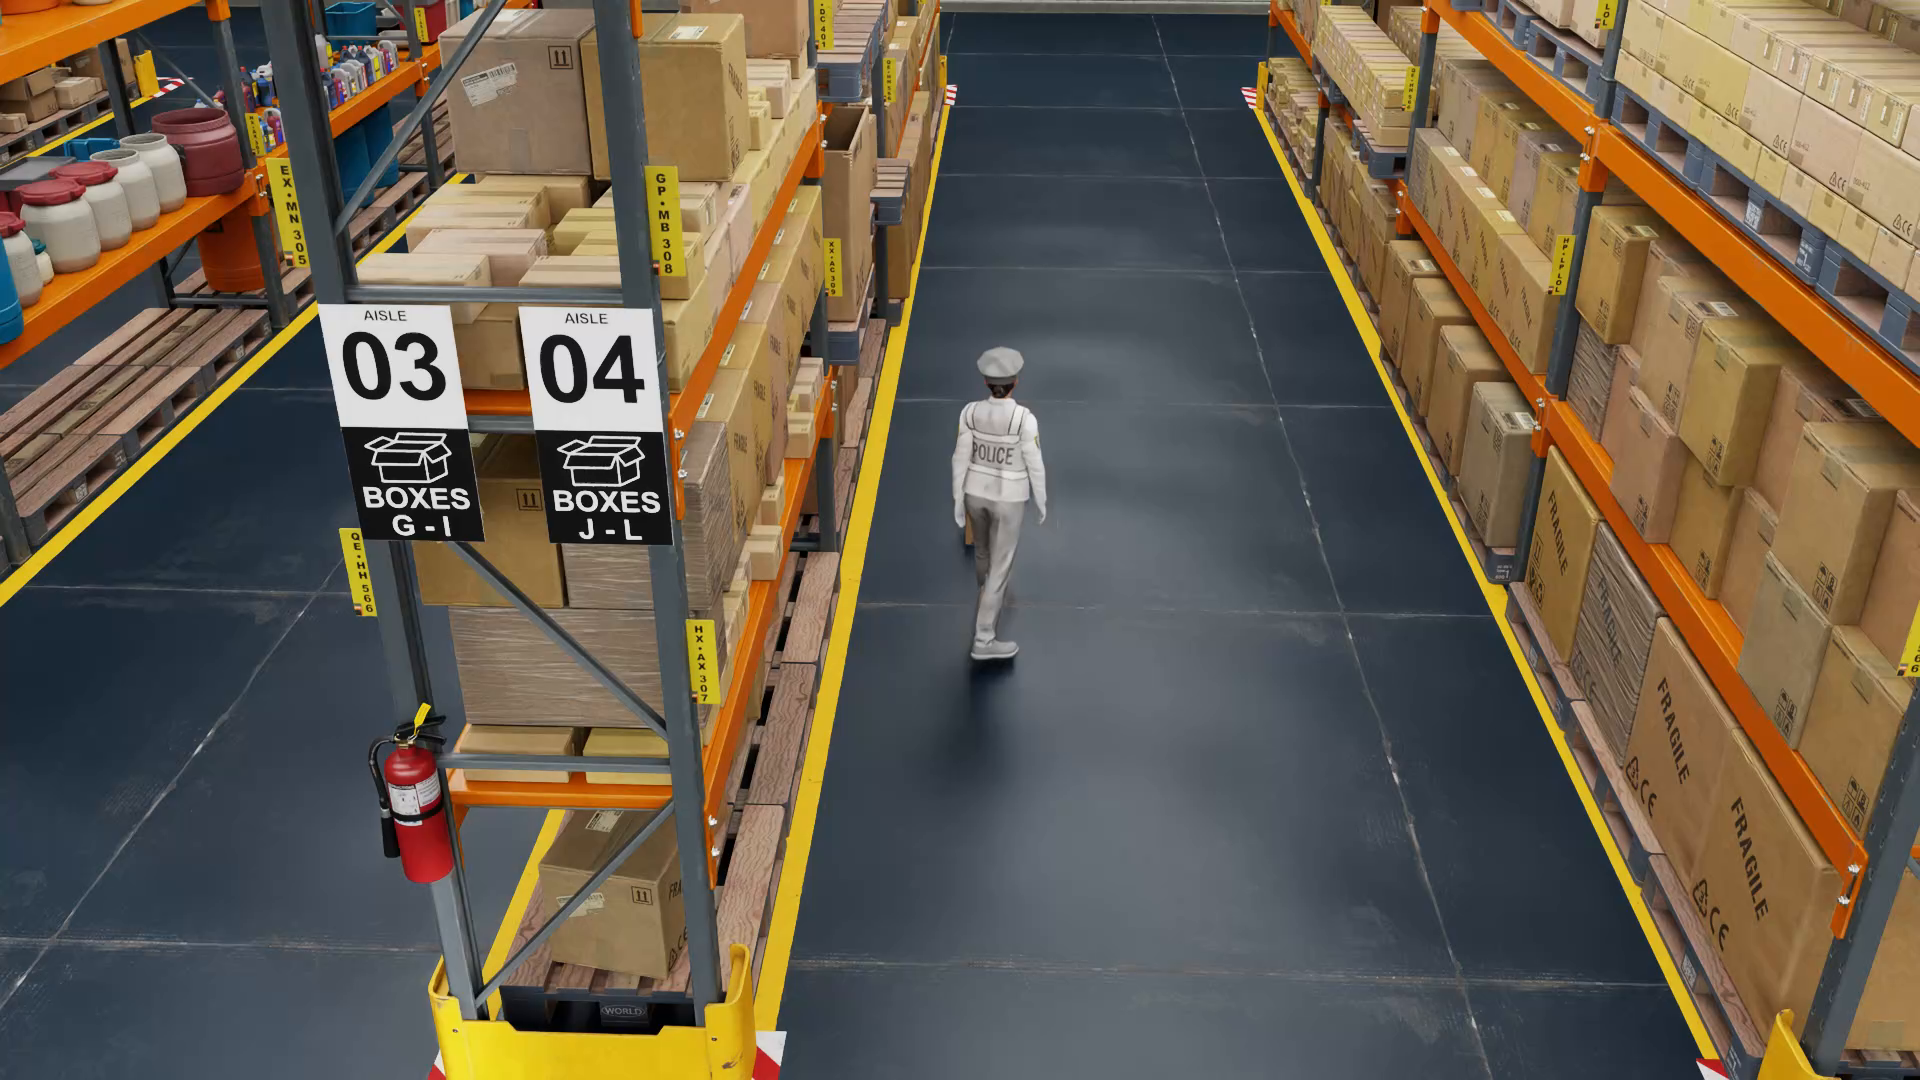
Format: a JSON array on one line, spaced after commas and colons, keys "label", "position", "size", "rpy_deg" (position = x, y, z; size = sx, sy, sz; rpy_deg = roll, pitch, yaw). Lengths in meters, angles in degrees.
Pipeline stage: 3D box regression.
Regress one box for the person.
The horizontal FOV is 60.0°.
[{"label": "person", "position": [0.211, -0.238, 9.053], "size": [0.525, 1.627, 0.919], "rpy_deg": [15, 32, 26]}]
